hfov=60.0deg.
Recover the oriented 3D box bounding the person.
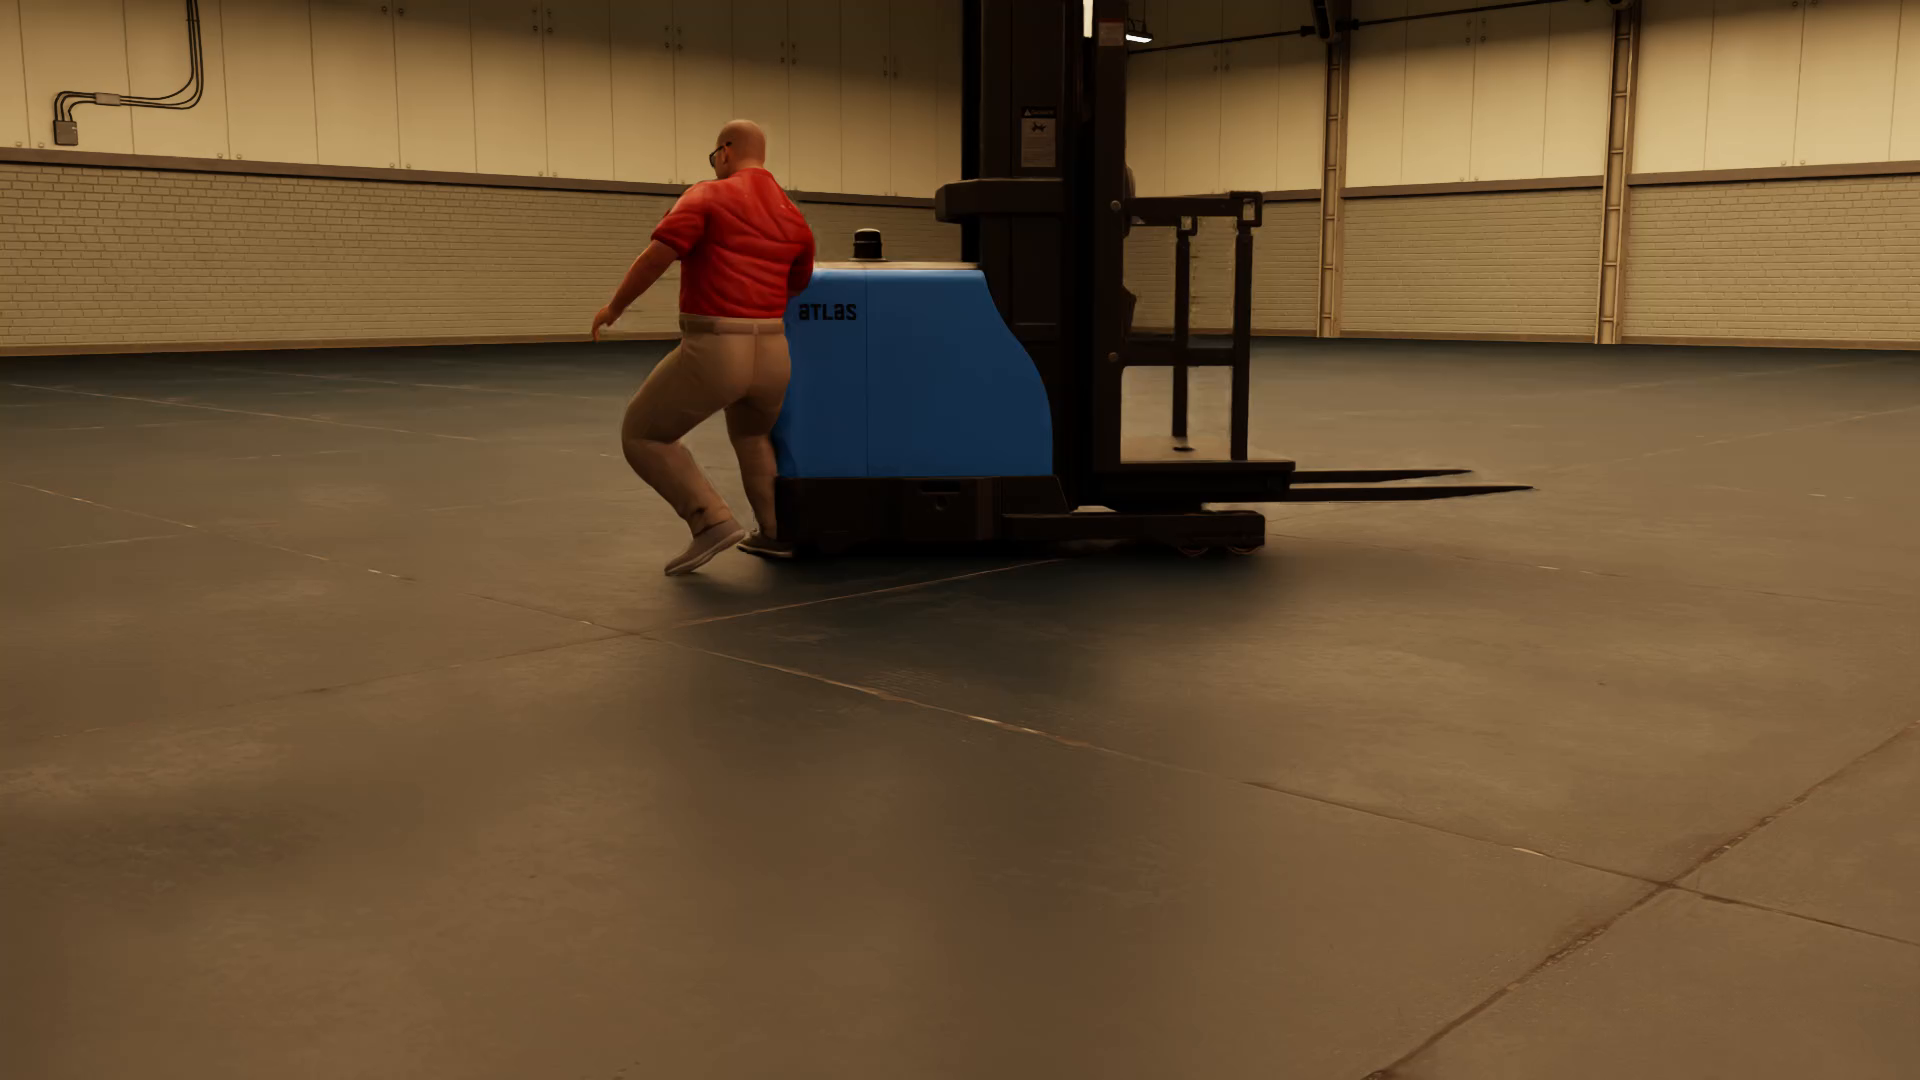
[{"bbox_3d":[-0.892,-0.676,5.946,0.791,1.608,0.635,-8,11,-41],"label":"person"}]

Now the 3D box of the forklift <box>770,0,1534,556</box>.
[{"bbox_3d":[0.746,-1.466,6.613,3.031,2.935,1.130,-1,9,-6],"label":"forklift"}]
